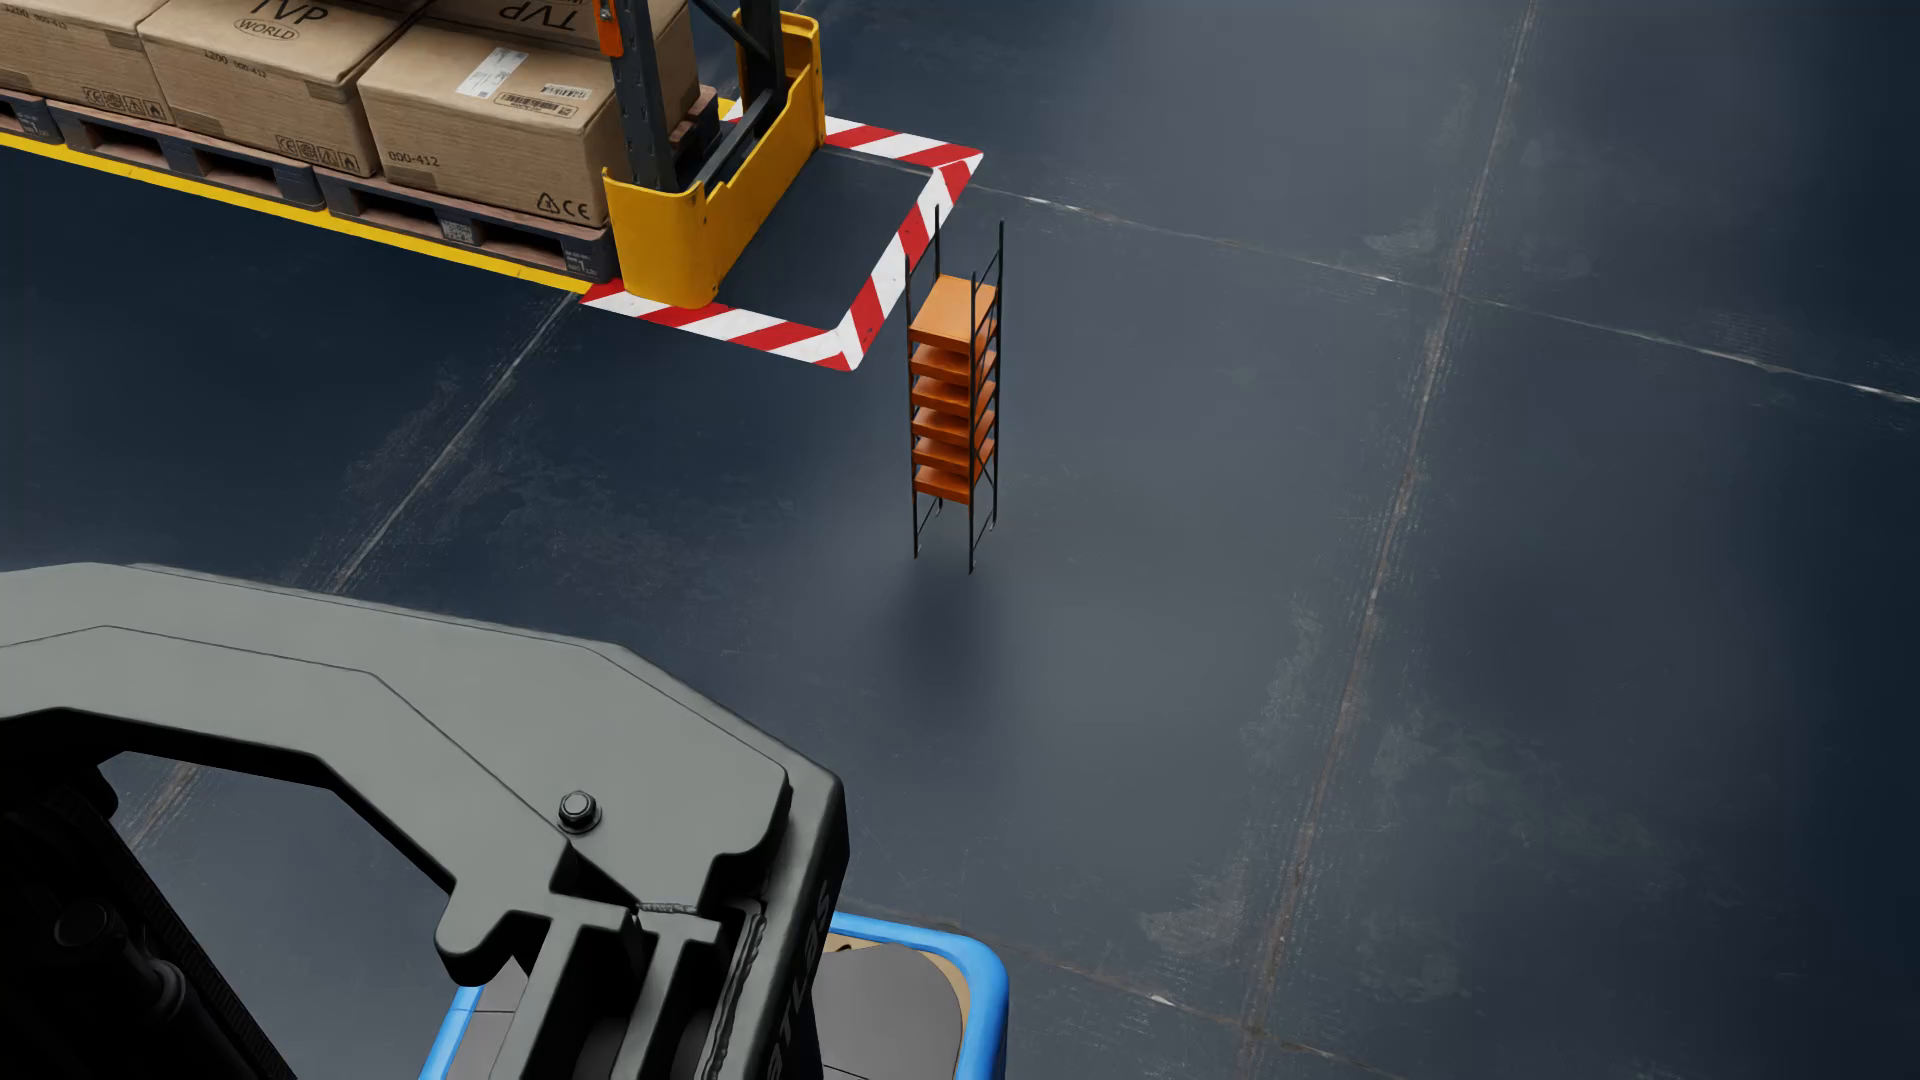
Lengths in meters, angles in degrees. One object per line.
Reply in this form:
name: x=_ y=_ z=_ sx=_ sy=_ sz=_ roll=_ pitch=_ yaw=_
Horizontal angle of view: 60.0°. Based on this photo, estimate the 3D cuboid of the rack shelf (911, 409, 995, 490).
rack shelf: x=-0.014 y=-0.289 z=4.924 sx=0.180 sy=0.103 sz=0.258 roll=16 pitch=51 yaw=13

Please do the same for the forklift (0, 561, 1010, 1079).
forklift: x=-0.699 y=1.531 z=1.983 sx=1.130 sy=2.935 sz=3.031 roll=9 pitch=50 yaw=8

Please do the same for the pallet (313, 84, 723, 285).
pallet: x=-1.678 y=-1.501 z=6.411 sx=1.213 sy=0.211 sz=1.003 roll=16 pitch=51 yaw=13

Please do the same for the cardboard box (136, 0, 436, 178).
cardboard box: x=-2.416 y=-1.894 z=6.325 sx=0.875 sy=0.438 sz=0.875 roll=17 pitch=51 yaw=14

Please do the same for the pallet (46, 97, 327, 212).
pallet: x=-2.819 y=-1.822 z=6.689 sx=1.213 sy=0.211 sz=1.003 roll=16 pitch=51 yaw=13

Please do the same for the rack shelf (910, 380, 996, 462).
rack shelf: x=-0.014 y=-0.368 z=4.833 sx=0.180 sy=0.103 sz=0.258 roll=16 pitch=51 yaw=13

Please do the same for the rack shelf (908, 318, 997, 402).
rack shelf: x=-0.014 y=-0.525 z=4.652 sx=0.180 sy=0.103 sz=0.258 roll=16 pitch=51 yaw=13

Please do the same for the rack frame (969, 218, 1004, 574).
rack frame: x=0.072 y=-0.373 z=4.779 sx=0.006 sy=1.200 sz=0.240 roll=16 pitch=51 yaw=13

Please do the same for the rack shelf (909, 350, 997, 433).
rack shelf: x=-0.014 y=-0.446 z=4.743 sx=0.180 sy=0.103 sz=0.258 roll=16 pitch=51 yaw=13

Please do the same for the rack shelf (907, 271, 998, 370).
rack shelf: x=-0.014 y=-0.603 z=4.561 sx=0.180 sy=0.103 sz=0.258 roll=16 pitch=51 yaw=13

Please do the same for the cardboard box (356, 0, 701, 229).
cardboard box: x=-1.555 y=-1.661 z=6.122 sx=0.875 sy=0.438 sz=0.875 roll=14 pitch=51 yaw=12

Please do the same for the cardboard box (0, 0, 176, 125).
cardboard box: x=-3.261 y=-2.132 z=6.530 sx=0.875 sy=0.438 sz=0.875 roll=14 pitch=51 yaw=12

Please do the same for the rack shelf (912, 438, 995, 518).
rack shelf: x=-0.014 y=-0.210 z=5.015 sx=0.180 sy=0.103 sz=0.258 roll=16 pitch=51 yaw=13

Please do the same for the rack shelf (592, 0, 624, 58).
rack shelf: x=-2.777 y=-2.549 z=5.950 sx=4.000 sy=0.370 sz=1.077 roll=16 pitch=51 yaw=13

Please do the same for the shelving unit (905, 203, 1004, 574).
shelving unit: x=-0.014 y=-0.397 z=4.800 sx=0.189 sy=1.200 sz=0.258 roll=16 pitch=51 yaw=13

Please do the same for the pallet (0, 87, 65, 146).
pallet: x=-3.967 y=-2.140 z=6.965 sx=1.213 sy=0.211 sz=1.003 roll=16 pitch=51 yaw=13

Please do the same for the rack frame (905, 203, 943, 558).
rack frame: x=-0.099 y=-0.421 z=4.821 sx=0.006 sy=1.200 sz=0.240 roll=16 pitch=51 yaw=13

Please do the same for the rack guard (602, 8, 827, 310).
rack guard: x=-0.879 y=-1.435 z=6.163 sx=0.348 sy=0.500 sz=1.175 roll=16 pitch=51 yaw=13

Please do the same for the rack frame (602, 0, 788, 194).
rack frame: x=-0.901 y=-2.260 z=5.224 sx=0.127 sy=3.000 sz=1.000 roll=16 pitch=51 yaw=13
